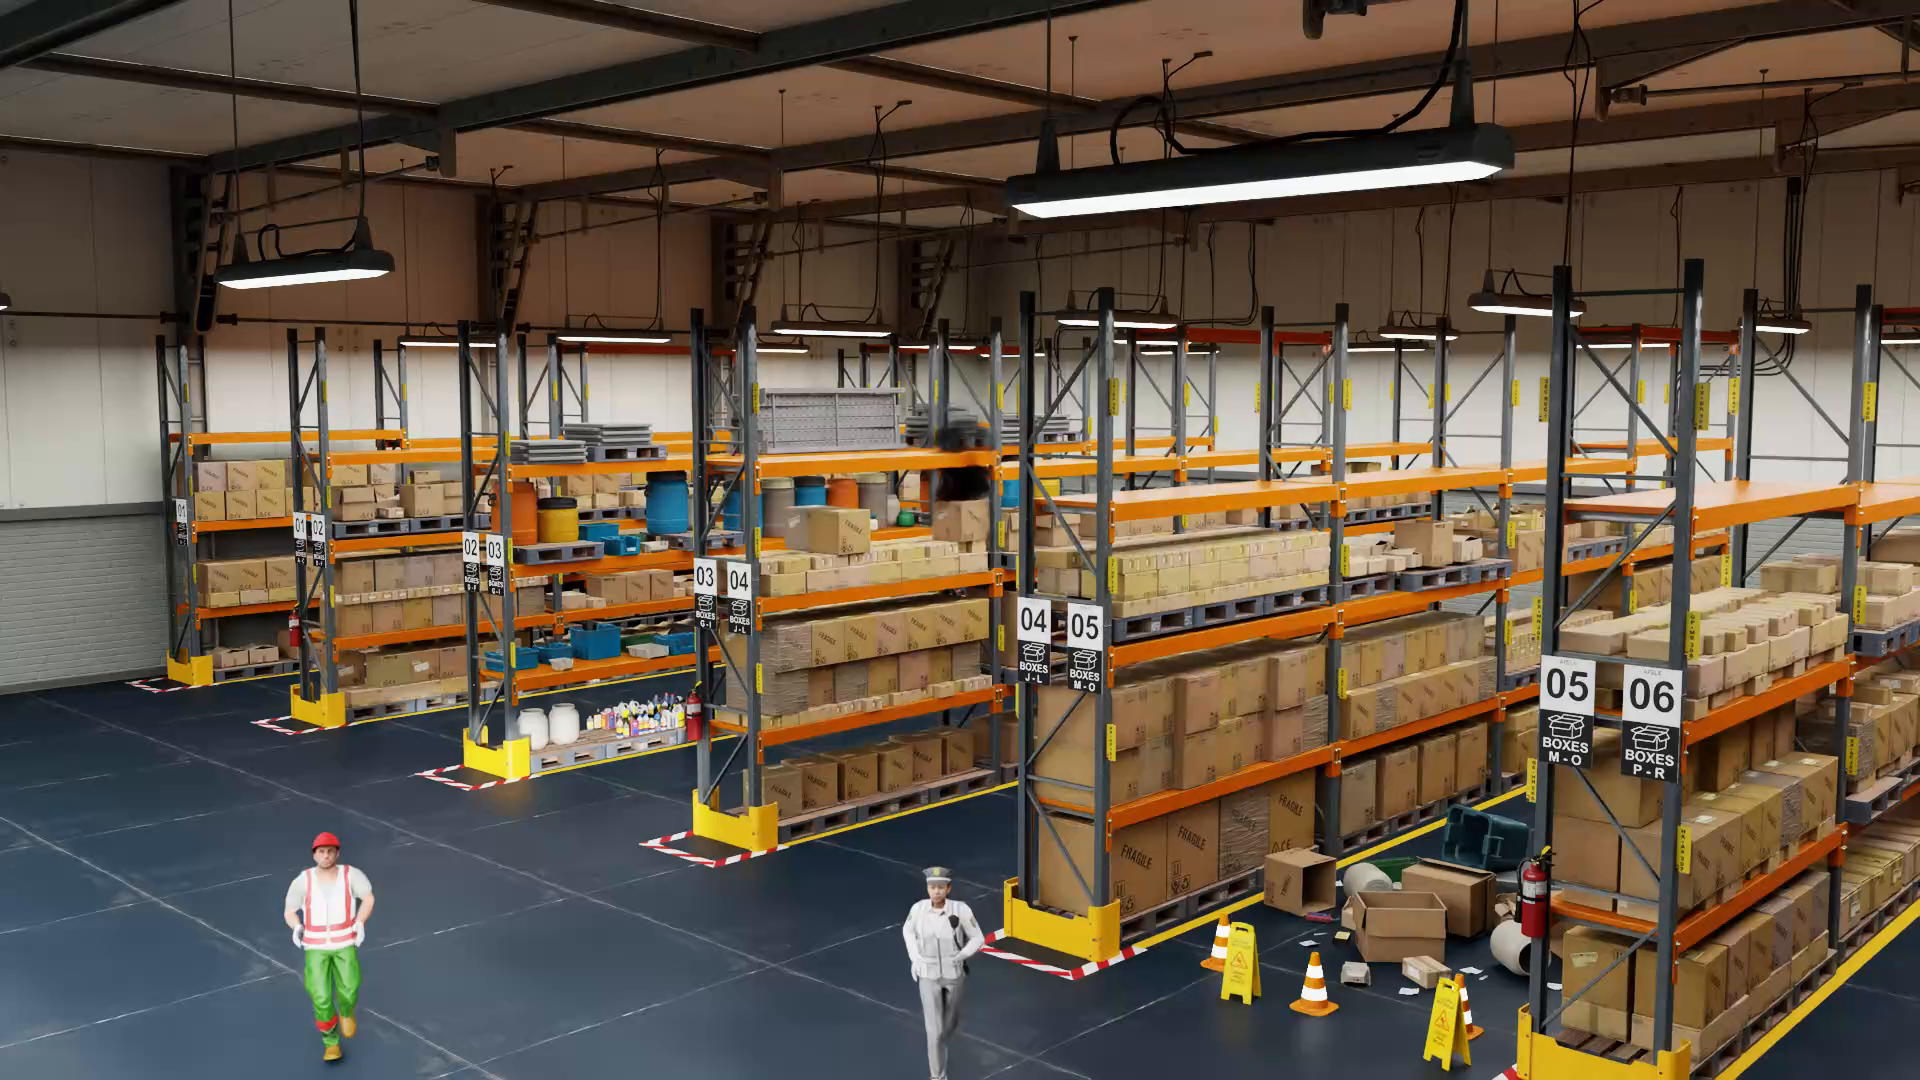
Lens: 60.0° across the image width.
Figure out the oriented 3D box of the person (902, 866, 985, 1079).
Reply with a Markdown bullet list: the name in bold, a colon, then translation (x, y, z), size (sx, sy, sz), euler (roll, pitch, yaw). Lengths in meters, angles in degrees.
- **person**: translation (-0.120, 3.190, 12.126), size (0.603, 1.710, 0.842), euler (0, 5, -1)

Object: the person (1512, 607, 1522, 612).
- **person**: translation (8.735, 1.894, 25.991), size (0.661, 1.708, 0.673), euler (5, 7, 41)

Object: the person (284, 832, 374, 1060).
- **person**: translation (-4.824, 3.103, 12.739), size (0.651, 1.738, 0.612), euler (-2, 6, -19)
